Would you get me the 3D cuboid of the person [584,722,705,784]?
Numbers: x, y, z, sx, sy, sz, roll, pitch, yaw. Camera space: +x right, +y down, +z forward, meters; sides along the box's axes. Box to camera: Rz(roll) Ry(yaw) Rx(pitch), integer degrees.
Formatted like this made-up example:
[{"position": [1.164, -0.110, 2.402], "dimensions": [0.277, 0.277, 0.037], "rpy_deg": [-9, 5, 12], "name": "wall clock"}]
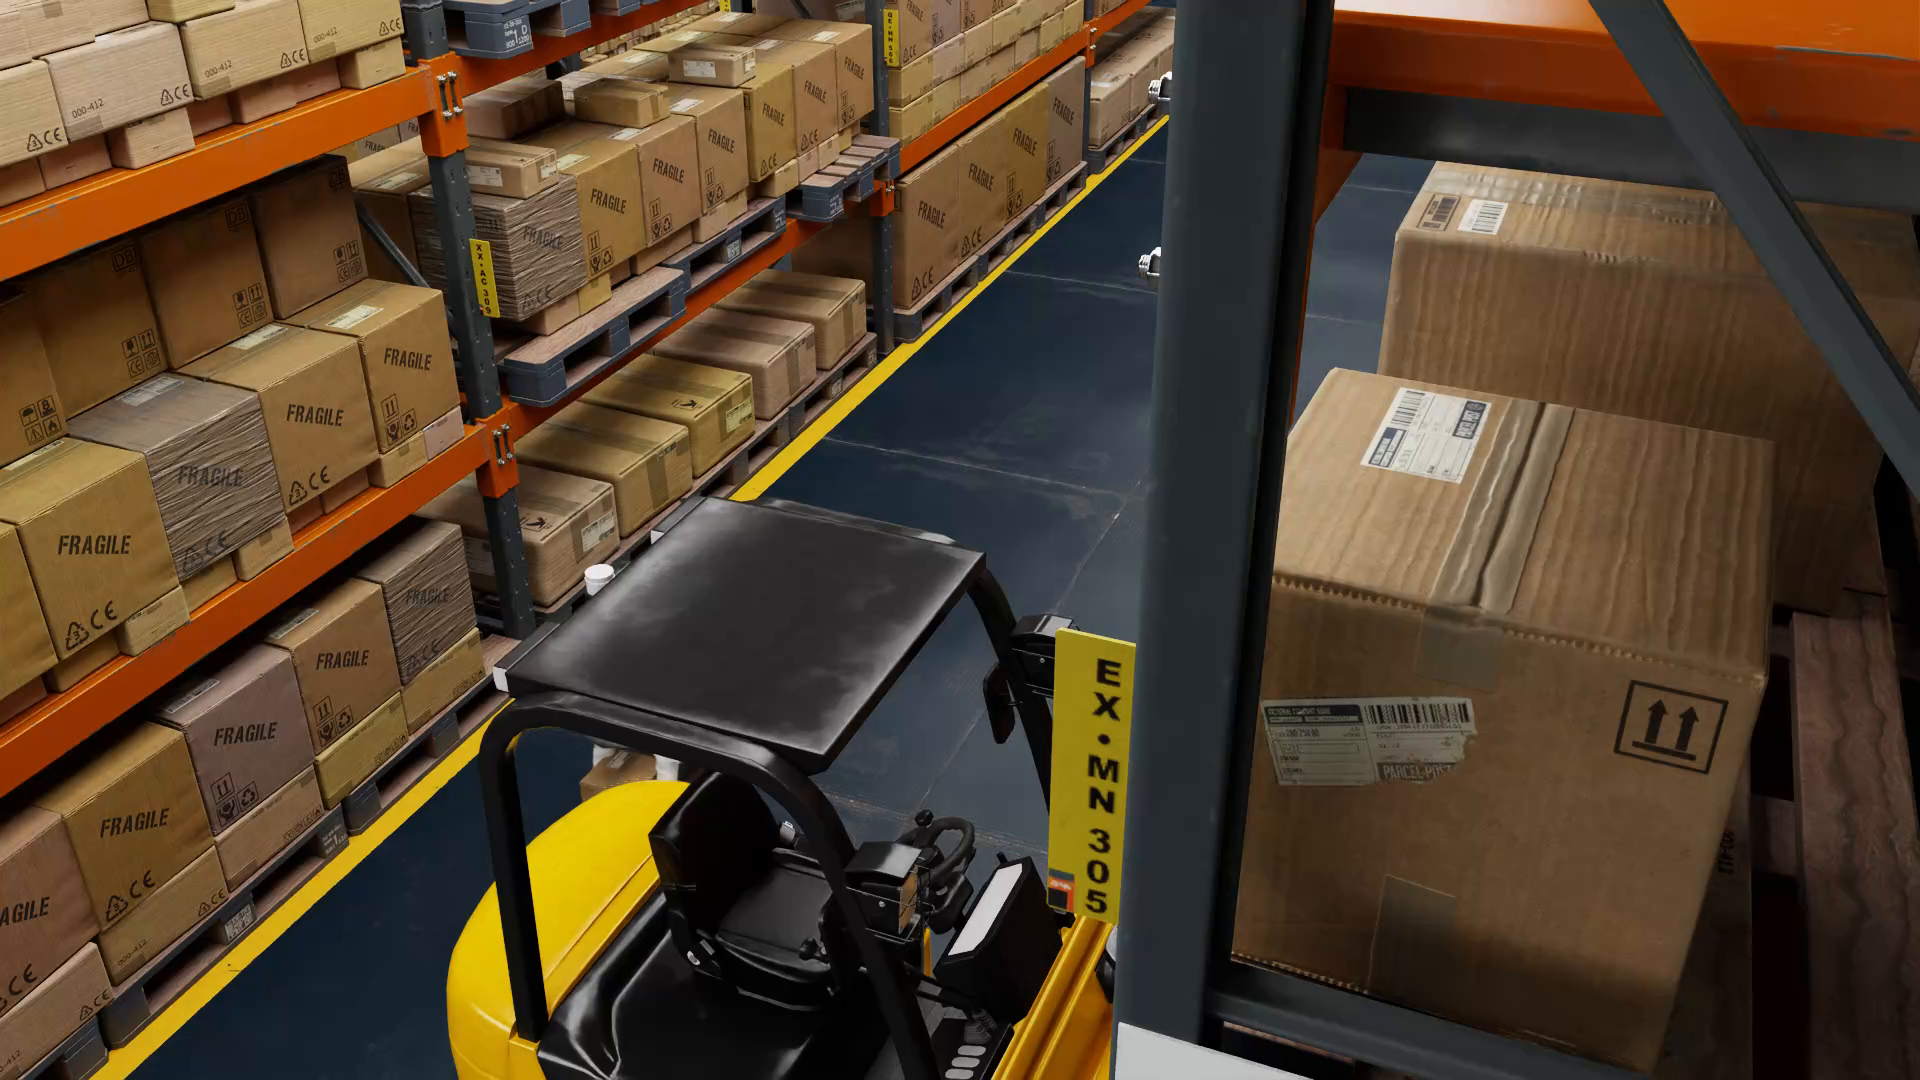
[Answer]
[{"position": [-1.223, 0.648, 6.764], "dimensions": [0.445, 0.903, 0.879], "rpy_deg": [10, 31, 17], "name": "person"}]
